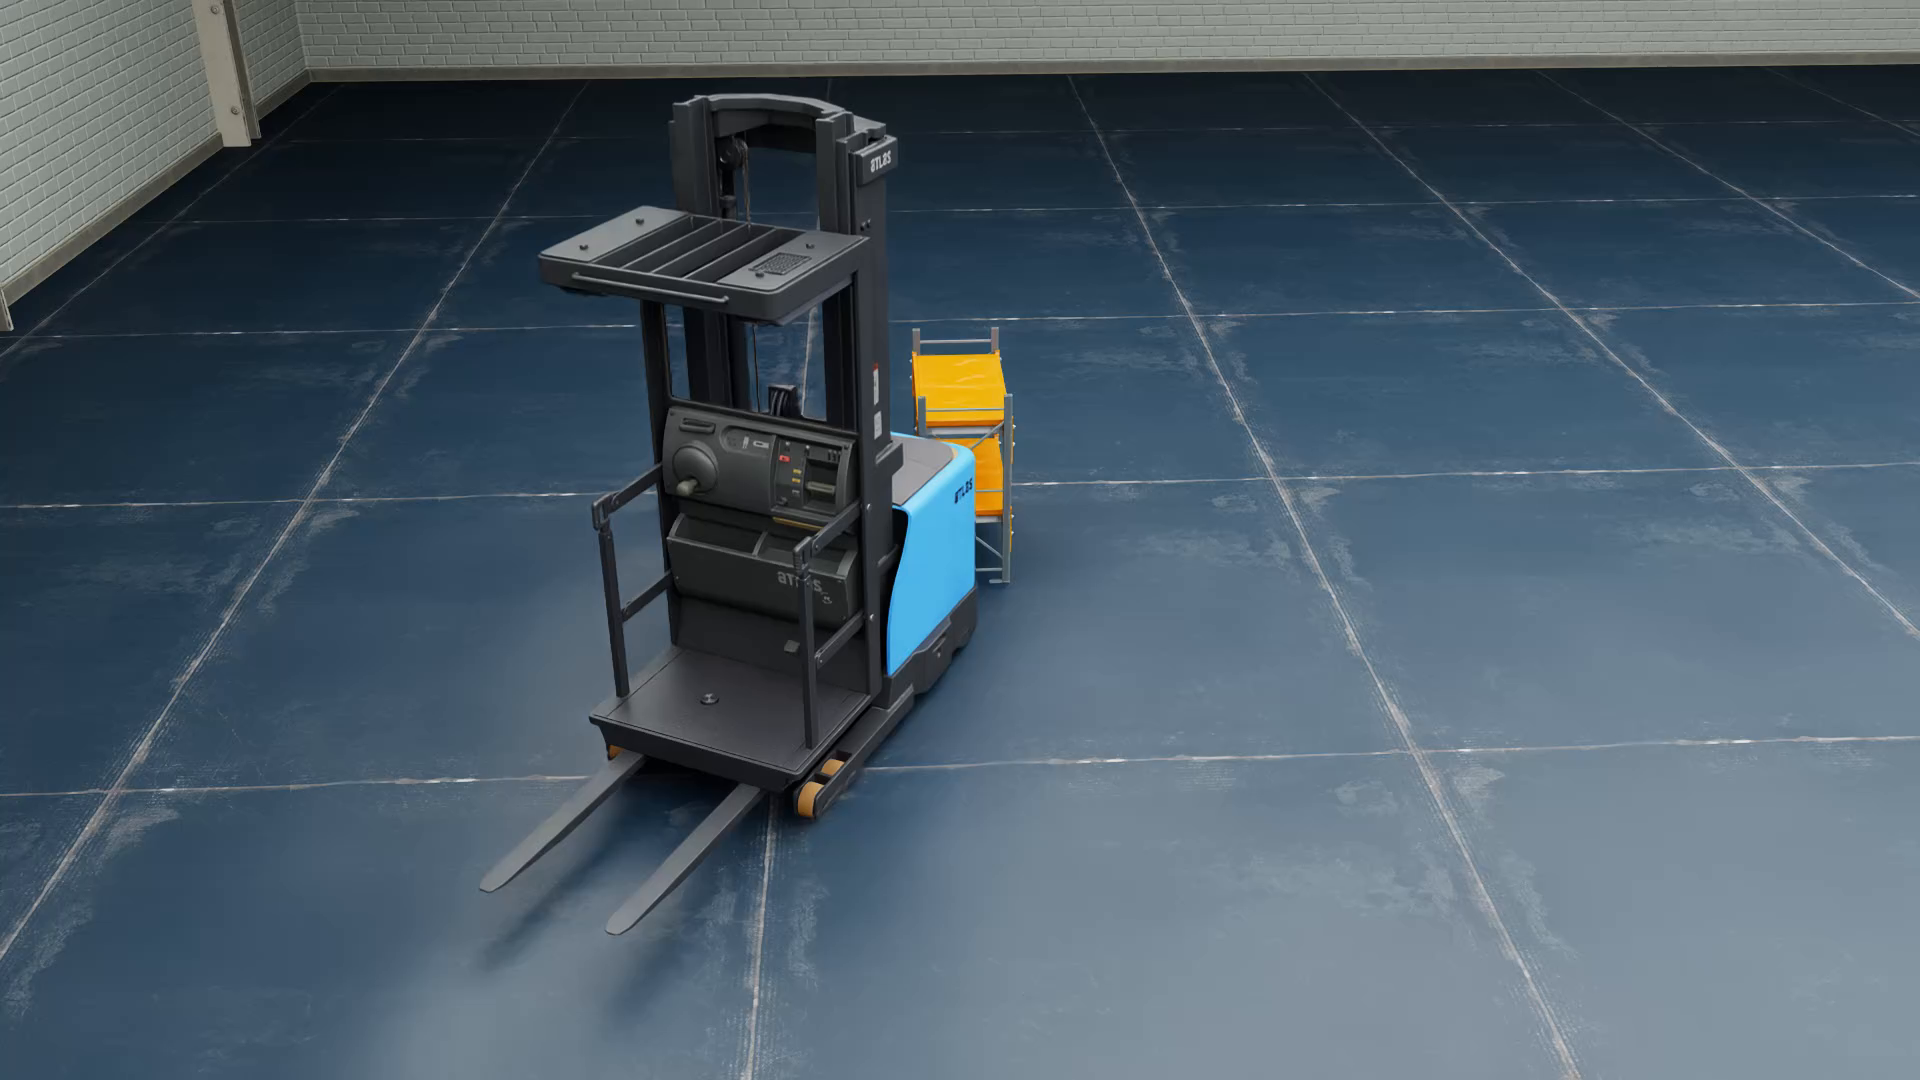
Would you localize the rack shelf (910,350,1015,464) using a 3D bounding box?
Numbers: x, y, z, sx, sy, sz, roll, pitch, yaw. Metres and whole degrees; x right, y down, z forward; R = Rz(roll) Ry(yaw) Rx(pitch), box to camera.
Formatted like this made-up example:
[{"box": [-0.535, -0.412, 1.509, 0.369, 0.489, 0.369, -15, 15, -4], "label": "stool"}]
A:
[{"box": [0.000, -0.755, 9.349, 0.538, 0.278, 1.000, -1, 28, -3], "label": "rack shelf"}]

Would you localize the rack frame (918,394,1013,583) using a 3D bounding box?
[{"box": [0.027, -0.261, 9.034, 0.500, 1.125, 0.032, -1, 28, -3], "label": "rack frame"}]

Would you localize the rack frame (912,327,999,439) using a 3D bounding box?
[{"box": [-0.026, -0.730, 9.934, 0.500, 1.125, 0.032, -1, 28, -3], "label": "rack frame"}]

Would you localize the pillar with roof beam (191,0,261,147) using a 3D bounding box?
[{"box": [-3.495, -8.413, 16.149, 9.100, 9.000, 0.400, -1, 28, -3], "label": "pillar with roof beam"}]

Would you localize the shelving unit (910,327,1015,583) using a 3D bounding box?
[{"box": [0.000, -0.496, 9.484, 0.538, 1.125, 1.048, -1, 28, -3], "label": "shelving unit"}]

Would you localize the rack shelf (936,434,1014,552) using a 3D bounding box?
[{"box": [0.000, -0.279, 9.597, 0.538, 0.278, 1.000, -1, 28, -3], "label": "rack shelf"}]

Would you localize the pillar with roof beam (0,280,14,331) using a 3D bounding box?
[{"box": [-3.181, -5.642, 10.836, 9.100, 9.000, 0.400, -1, 28, -3], "label": "pillar with roof beam"}]

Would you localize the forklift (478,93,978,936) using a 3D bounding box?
[{"box": [-0.983, -0.289, 7.134, 1.130, 2.935, 3.031, 12, 30, 22], "label": "forklift"}]
